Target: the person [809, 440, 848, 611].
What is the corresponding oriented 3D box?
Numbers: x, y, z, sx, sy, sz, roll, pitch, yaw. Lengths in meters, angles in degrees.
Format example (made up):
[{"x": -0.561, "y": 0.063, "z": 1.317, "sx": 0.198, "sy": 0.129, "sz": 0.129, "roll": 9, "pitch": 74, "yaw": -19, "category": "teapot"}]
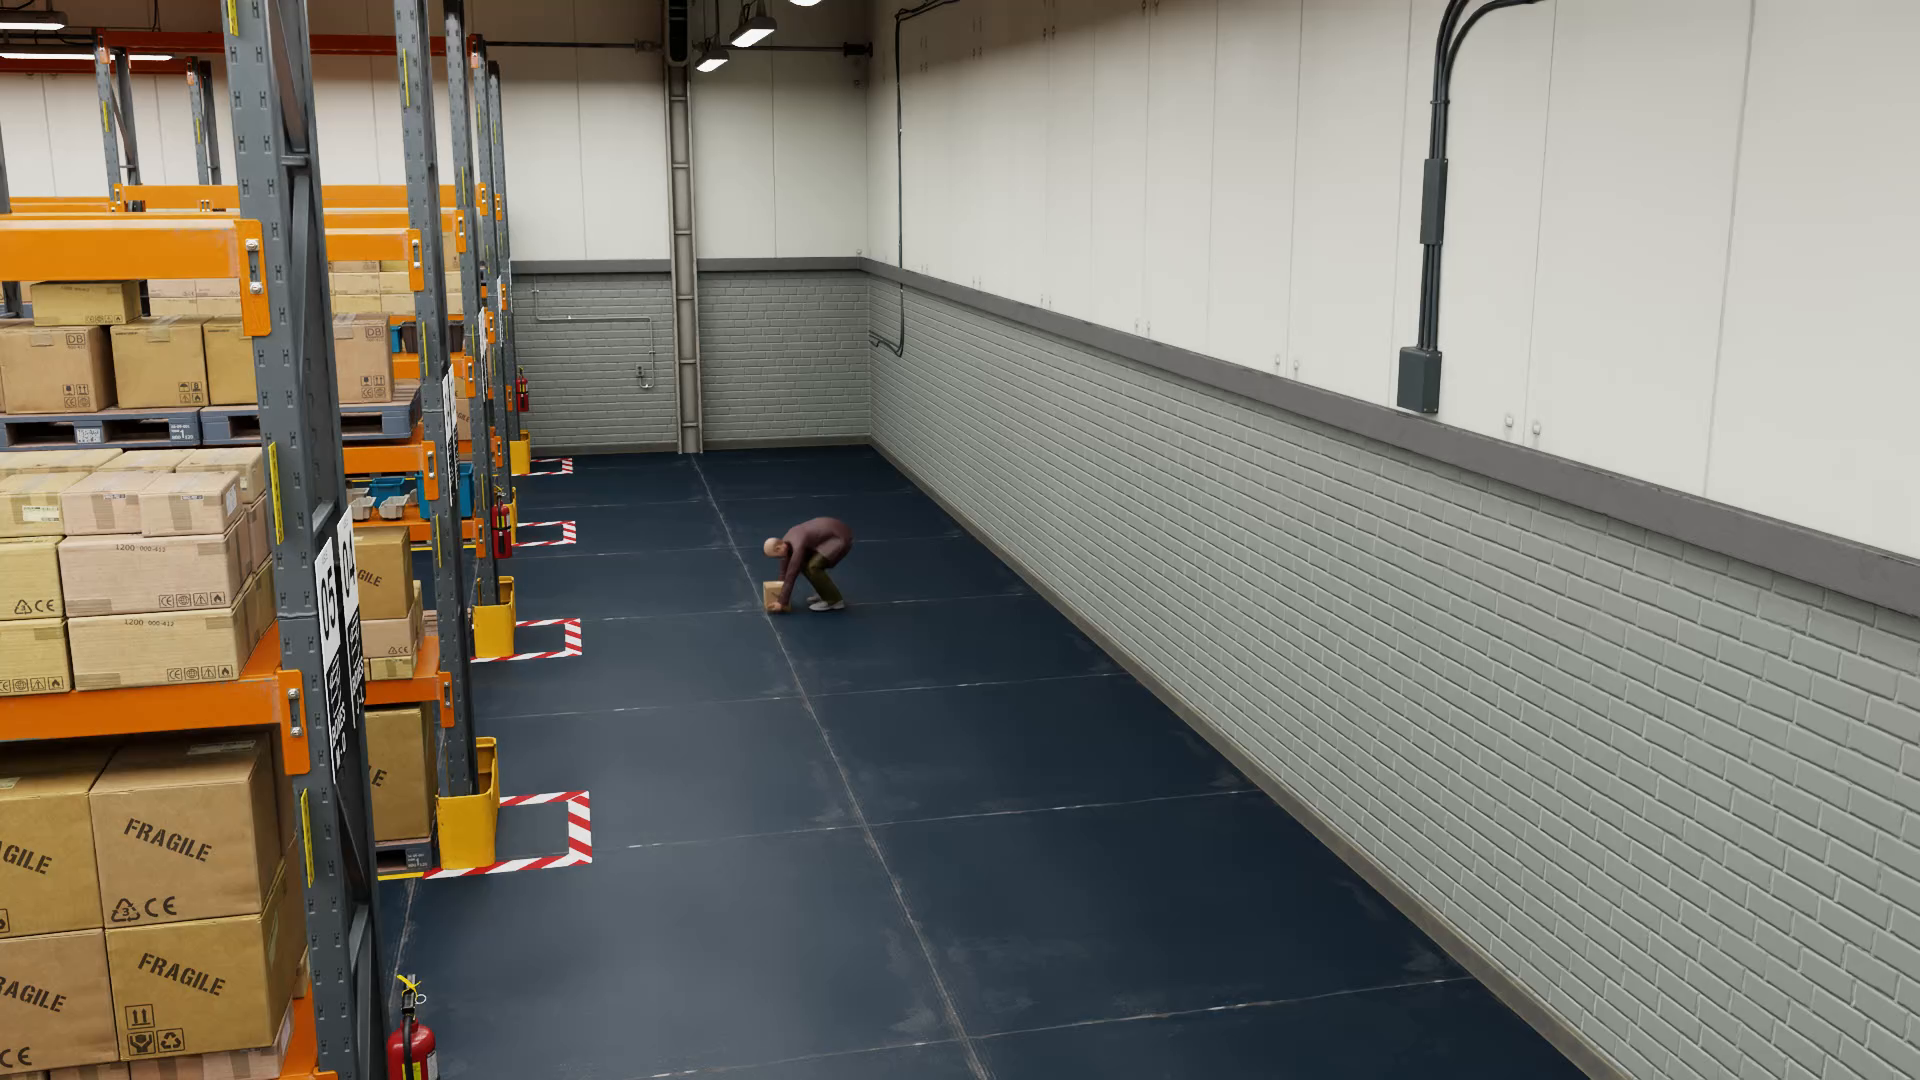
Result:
[{"x": -1.379, "y": -0.163, "z": 17.242, "sx": 0.429, "sy": 1.772, "sz": 0.645, "roll": -4, "pitch": 13, "yaw": -16, "category": "person"}]
